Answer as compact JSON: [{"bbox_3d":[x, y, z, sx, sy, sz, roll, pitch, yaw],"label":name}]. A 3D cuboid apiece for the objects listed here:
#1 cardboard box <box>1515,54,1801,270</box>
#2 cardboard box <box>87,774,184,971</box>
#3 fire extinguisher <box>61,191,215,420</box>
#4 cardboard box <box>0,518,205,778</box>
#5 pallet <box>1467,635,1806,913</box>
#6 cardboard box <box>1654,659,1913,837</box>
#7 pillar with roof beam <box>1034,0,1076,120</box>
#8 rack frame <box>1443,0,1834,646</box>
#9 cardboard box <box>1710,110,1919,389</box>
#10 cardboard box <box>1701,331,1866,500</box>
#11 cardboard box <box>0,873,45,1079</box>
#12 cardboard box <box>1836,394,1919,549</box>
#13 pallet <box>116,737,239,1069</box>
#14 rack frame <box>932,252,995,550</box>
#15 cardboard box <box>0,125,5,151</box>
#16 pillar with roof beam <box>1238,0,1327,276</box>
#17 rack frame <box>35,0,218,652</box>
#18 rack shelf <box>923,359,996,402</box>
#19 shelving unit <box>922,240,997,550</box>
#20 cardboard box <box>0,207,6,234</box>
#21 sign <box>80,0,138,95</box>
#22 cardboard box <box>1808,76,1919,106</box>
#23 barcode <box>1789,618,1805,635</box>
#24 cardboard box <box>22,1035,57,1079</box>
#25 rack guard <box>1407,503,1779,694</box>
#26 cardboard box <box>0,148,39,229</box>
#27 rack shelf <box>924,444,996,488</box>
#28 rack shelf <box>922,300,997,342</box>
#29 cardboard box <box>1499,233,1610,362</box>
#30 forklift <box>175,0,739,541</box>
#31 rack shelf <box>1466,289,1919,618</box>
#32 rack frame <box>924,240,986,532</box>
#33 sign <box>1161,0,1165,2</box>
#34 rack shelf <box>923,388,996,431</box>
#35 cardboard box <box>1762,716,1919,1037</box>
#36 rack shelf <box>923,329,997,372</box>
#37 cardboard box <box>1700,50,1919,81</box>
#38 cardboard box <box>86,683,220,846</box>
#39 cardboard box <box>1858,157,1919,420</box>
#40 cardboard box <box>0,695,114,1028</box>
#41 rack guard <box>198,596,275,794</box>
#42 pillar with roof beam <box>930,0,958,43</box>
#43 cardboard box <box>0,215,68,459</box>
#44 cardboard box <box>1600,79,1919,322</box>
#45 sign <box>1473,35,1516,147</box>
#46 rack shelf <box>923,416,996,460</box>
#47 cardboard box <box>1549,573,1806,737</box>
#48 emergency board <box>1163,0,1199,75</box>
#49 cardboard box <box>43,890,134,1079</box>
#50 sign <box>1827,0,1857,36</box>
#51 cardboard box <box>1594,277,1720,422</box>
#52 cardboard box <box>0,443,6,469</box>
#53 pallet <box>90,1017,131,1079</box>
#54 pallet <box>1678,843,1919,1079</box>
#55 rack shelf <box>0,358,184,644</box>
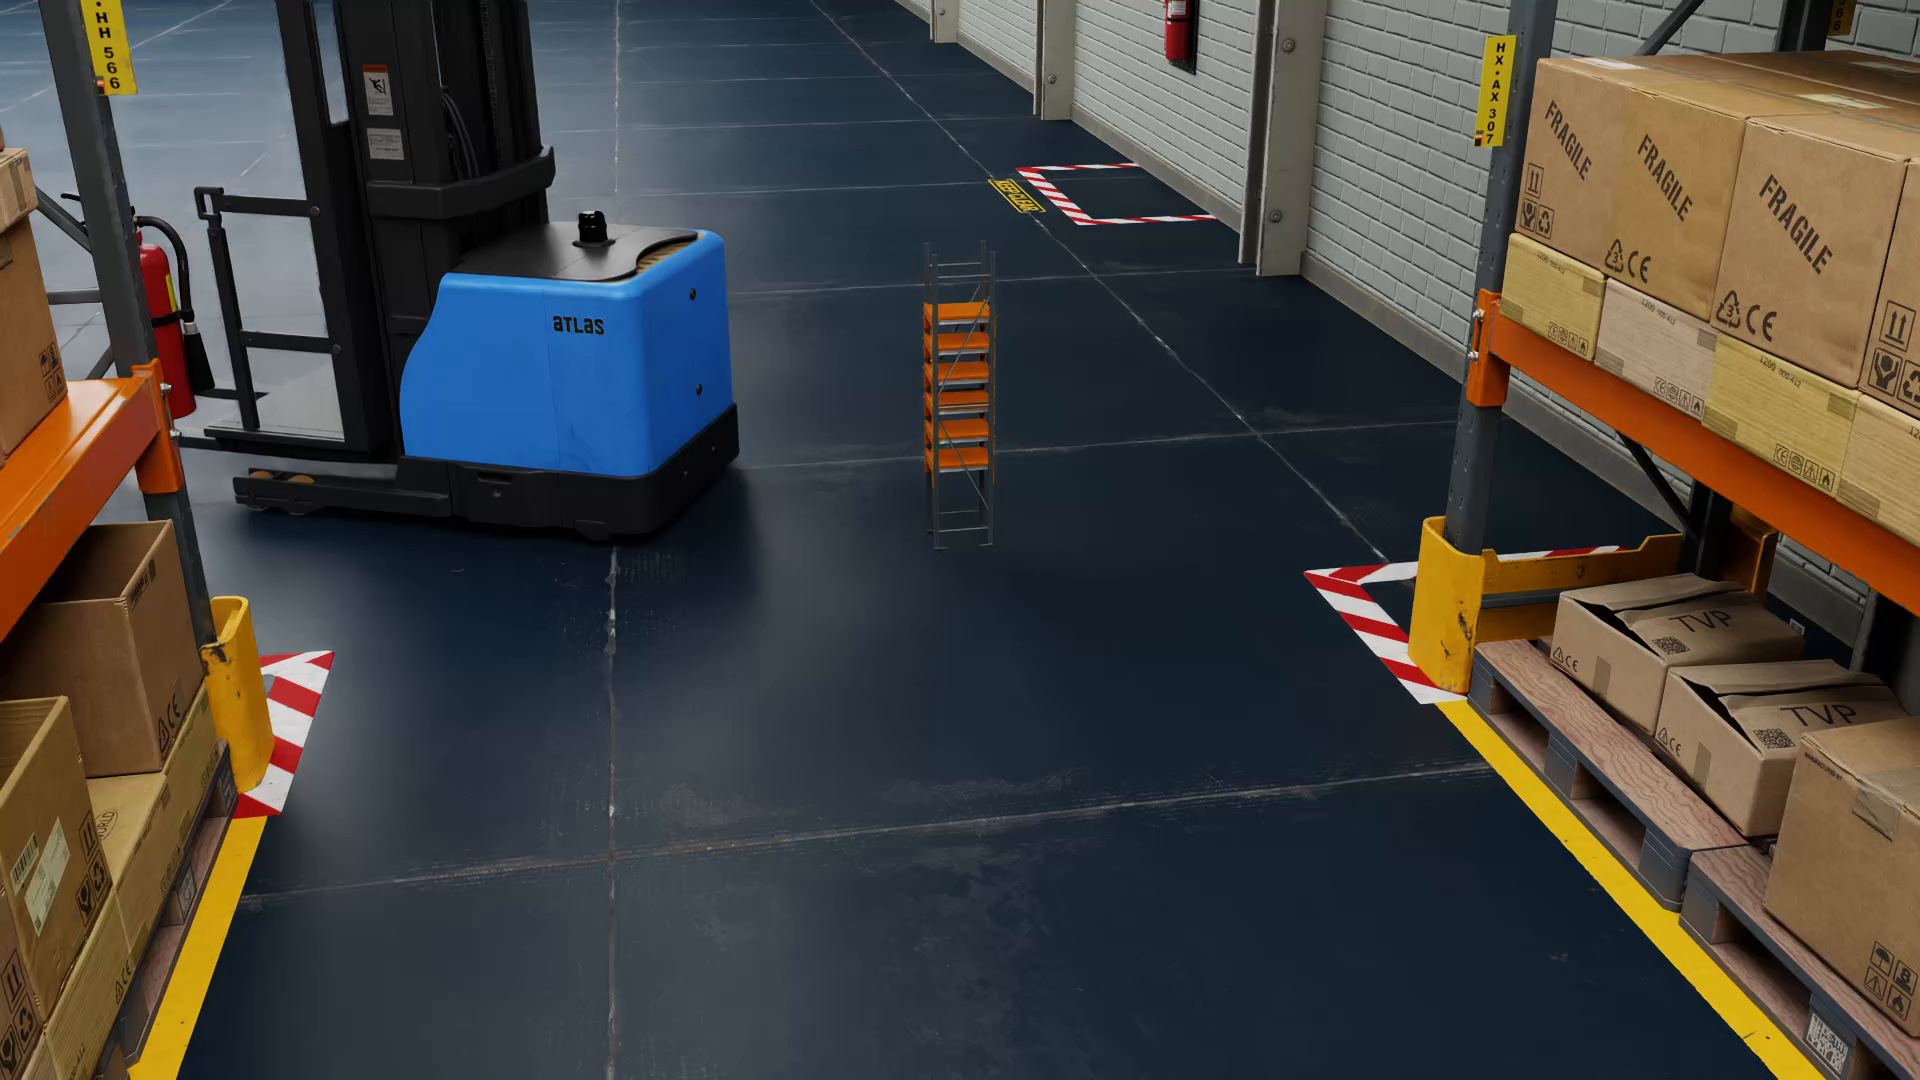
[{"bbox_3d":[1.943,-1.071,4.679,0.500,0.500,0.500,-4,24,-10],"label":"cardboard box"},{"bbox_3d":[-2.224,0.824,4.026,0.500,0.250,0.500,-4,24,-10],"label":"cardboard box"},{"bbox_3d":[-2.283,-0.674,4.642,0.296,0.674,0.183,-4,24,-10],"label":"fire extinguisher"},{"bbox_3d":[-2.326,0.284,4.325,0.500,0.500,0.500,-4,24,-10],"label":"cardboard box"},{"bbox_3d":[2.279,0.633,5.036,1.003,0.211,1.213,-4,24,-10],"label":"pallet"},{"bbox_3d":[2.295,0.537,4.582,0.500,0.311,0.500,-2,24,-5],"label":"cardboard box"},{"bbox_3d":[-3.320,-7.936,13.677,9.100,9.000,0.400,-4,24,-10],"label":"pillar with roof beam"},{"bbox_3d":[2.150,-0.997,5.284,1.000,3.000,0.127,-4,24,-10],"label":"rack frame"},{"bbox_3d":[2.114,-0.672,3.766,0.500,0.500,0.500,-5,24,-11],"label":"cardboard box"},{"bbox_3d":[2.126,-0.317,3.892,0.500,0.250,0.500,-5,24,-11],"label":"cardboard box"},{"bbox_3d":[-2.036,0.873,2.976,0.500,0.500,0.500,-4,24,-10],"label":"cardboard box"},{"bbox_3d":[2.218,-0.118,3.436,0.500,0.250,0.500,-4,24,-9],"label":"cardboard box"},{"bbox_3d":[-2.535,0.947,4.318,1.003,0.211,1.213,-4,24,-10],"label":"pallet"},{"bbox_3d":[0.014,-0.520,6.440,0.240,1.200,0.006,-4,24,-10],"label":"rack frame"},{"bbox_3d":[-2.634,-1.063,3.691,0.700,0.500,0.500,-4,24,-10],"label":"cardboard box"},{"bbox_3d":[-2.211,-5.576,8.273,9.100,9.000,0.400,-4,24,-10],"label":"pillar with roof beam"},{"bbox_3d":[-2.718,-0.628,4.441,1.000,3.000,0.127,-4,24,-10],"label":"rack frame"},{"bbox_3d":[-0.003,-0.625,6.493,0.258,0.103,0.180,-4,24,-10],"label":"rack shelf"},{"bbox_3d":[-0.003,-0.556,6.523,0.258,1.200,0.189,-4,24,-10],"label":"shelving unit"},{"bbox_3d":[-2.410,-0.732,3.744,0.380,0.149,0.250,-4,24,-8],"label":"cardboard box"},{"bbox_3d":[-2.182,-1.302,4.241,0.100,0.325,0.005,-4,24,-10],"label":"sign"},{"bbox_3d":[2.529,-0.912,4.316,0.500,0.500,0.500,-4,24,-9],"label":"cardboard box"},{"bbox_3d":[2.586,0.286,5.145,0.001,0.075,0.075,-4,24,-10],"label":"barcode"},{"bbox_3d":[-2.039,1.217,3.126,0.500,0.250,0.500,-4,24,-10],"label":"cardboard box"},{"bbox_3d":[2.164,0.179,5.716,1.175,0.500,0.348,-4,24,-10],"label":"rack guard"},{"bbox_3d":[-2.460,-0.835,3.979,0.380,0.149,0.250,-5,24,-11],"label":"cardboard box"},{"bbox_3d":[-0.003,-0.295,6.637,0.258,0.103,0.180,-4,24,-10],"label":"rack shelf"},{"bbox_3d":[-0.003,-0.845,6.397,0.258,0.103,0.180,-4,24,-10],"label":"rack shelf"},{"bbox_3d":[1.928,-0.721,4.817,0.500,0.250,0.500,-5,24,-11],"label":"cardboard box"},{"bbox_3d":[-2.565,-1.643,6.851,3.031,2.935,1.130,6,24,13],"label":"forklift"},{"bbox_3d":[2.520,0.120,3.627,1.077,0.370,4.000,-4,24,-10],"label":"rack shelf"},{"bbox_3d":[-0.020,-0.592,6.605,0.240,1.200,0.006,-4,24,-10],"label":"rack frame"},{"bbox_3d":[1.600,-4.362,12.944,0.001,0.329,0.234,-4,24,-10],"label":"sign"},{"bbox_3d":[-0.003,-0.515,6.541,0.258,0.103,0.180,-4,24,-10],"label":"rack shelf"},{"bbox_3d":[2.381,0.743,3.875,0.700,0.500,0.500,-6,24,-13],"label":"cardboard box"},{"bbox_3d":[-0.003,-0.735,6.445,0.258,0.103,0.180,-4,24,-10],"label":"rack shelf"},{"bbox_3d":[2.446,-1.111,4.771,0.500,0.500,0.500,-5,24,-10],"label":"cardboard box"},{"bbox_3d":[-2.328,0.628,4.474,0.500,0.250,0.500,-4,24,-10],"label":"cardboard box"},{"bbox_3d":[2.221,-0.470,3.303,0.500,0.500,0.500,-4,24,-8],"label":"cardboard box"},{"bbox_3d":[-2.127,0.677,3.427,0.500,0.500,0.500,-4,24,-10],"label":"cardboard box"},{"bbox_3d":[-2.722,0.508,4.963,1.175,0.500,0.348,-4,24,-10],"label":"rack guard"},{"bbox_3d":[-4.430,-10.296,19.081,9.100,9.000,0.400,-4,24,-10],"label":"pillar with roof beam"},{"bbox_3d":[-2.644,-0.490,3.998,0.700,0.500,0.500,-4,24,-10],"label":"cardboard box"},{"bbox_3d":[2.024,-0.875,4.232,0.500,0.500,0.500,-4,24,-10],"label":"cardboard box"},{"bbox_3d":[1.617,-1.353,5.019,0.100,0.325,0.005,-4,24,-10],"label":"sign"},{"bbox_3d":[-0.003,-0.405,6.589,0.258,0.103,0.180,-4,24,-10],"label":"rack shelf"},{"bbox_3d":[2.189,0.313,5.096,0.500,0.311,0.500,-7,25,-16],"label":"cardboard box"},{"bbox_3d":[1.600,-4.120,12.436,0.194,1.169,0.643,-4,24,-10],"label":"emergency board"},{"bbox_3d":[-2.130,1.021,3.576,0.500,0.250,0.500,-4,24,-10],"label":"cardboard box"},{"bbox_3d":[2.699,-1.705,5.065,0.100,0.325,0.005,-4,24,-10],"label":"sign"},{"bbox_3d":[2.038,-0.518,4.351,0.500,0.250,0.500,-5,24,-11],"label":"cardboard box"},{"bbox_3d":[-2.542,-0.283,3.526,0.700,0.500,0.500,-4,24,-8],"label":"cardboard box"},{"bbox_3d":[-2.313,1.426,3.221,1.003,0.211,1.213,-4,24,-10],"label":"pallet"},{"bbox_3d":[2.502,1.112,3.939,1.003,0.211,1.213,-4,24,-10],"label":"pallet"},{"bbox_3d":[-2.348,0.488,2.784,1.077,0.370,4.000,-4,24,-10],"label":"rack shelf"}]
